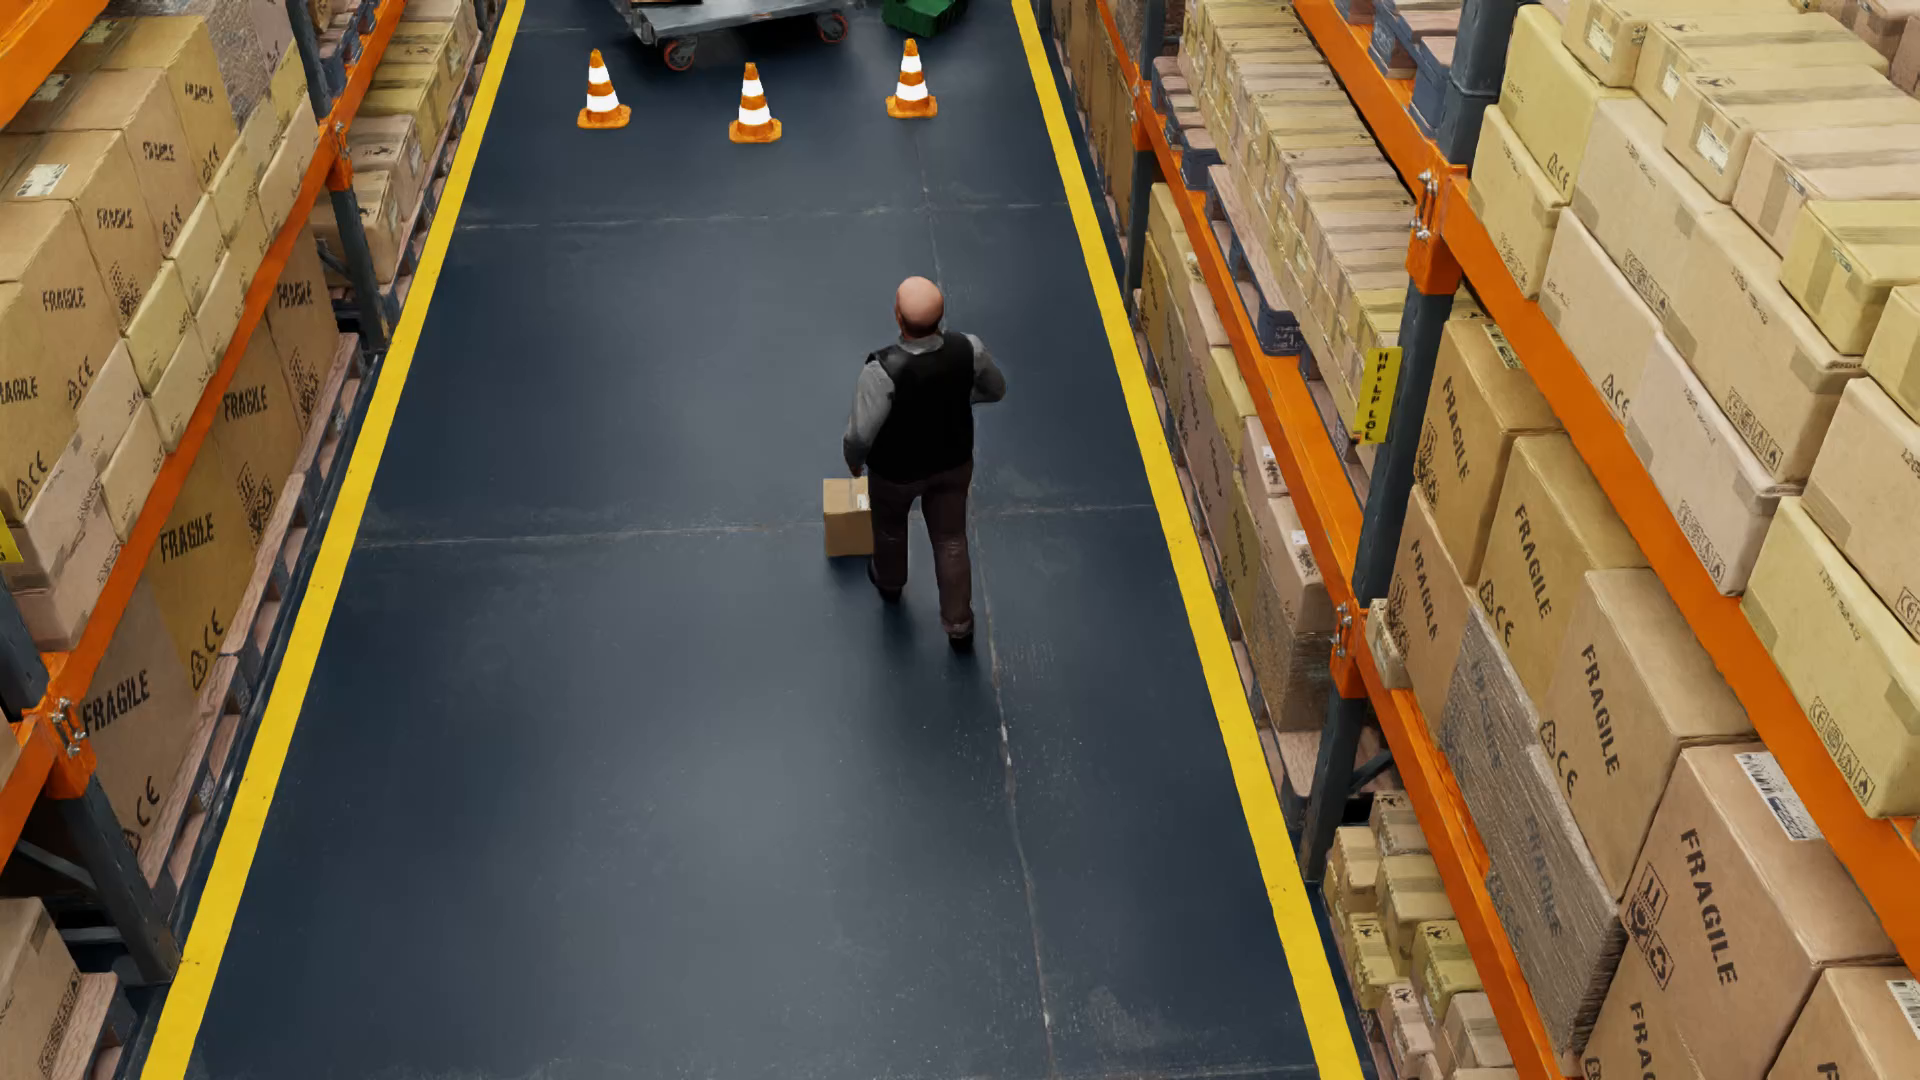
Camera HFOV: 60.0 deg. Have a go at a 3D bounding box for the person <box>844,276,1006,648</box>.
[{"bbox_3d":[-0.208,-0.368,6.628,0.703,1.717,0.739,-14,41,-17],"label":"person"}]
